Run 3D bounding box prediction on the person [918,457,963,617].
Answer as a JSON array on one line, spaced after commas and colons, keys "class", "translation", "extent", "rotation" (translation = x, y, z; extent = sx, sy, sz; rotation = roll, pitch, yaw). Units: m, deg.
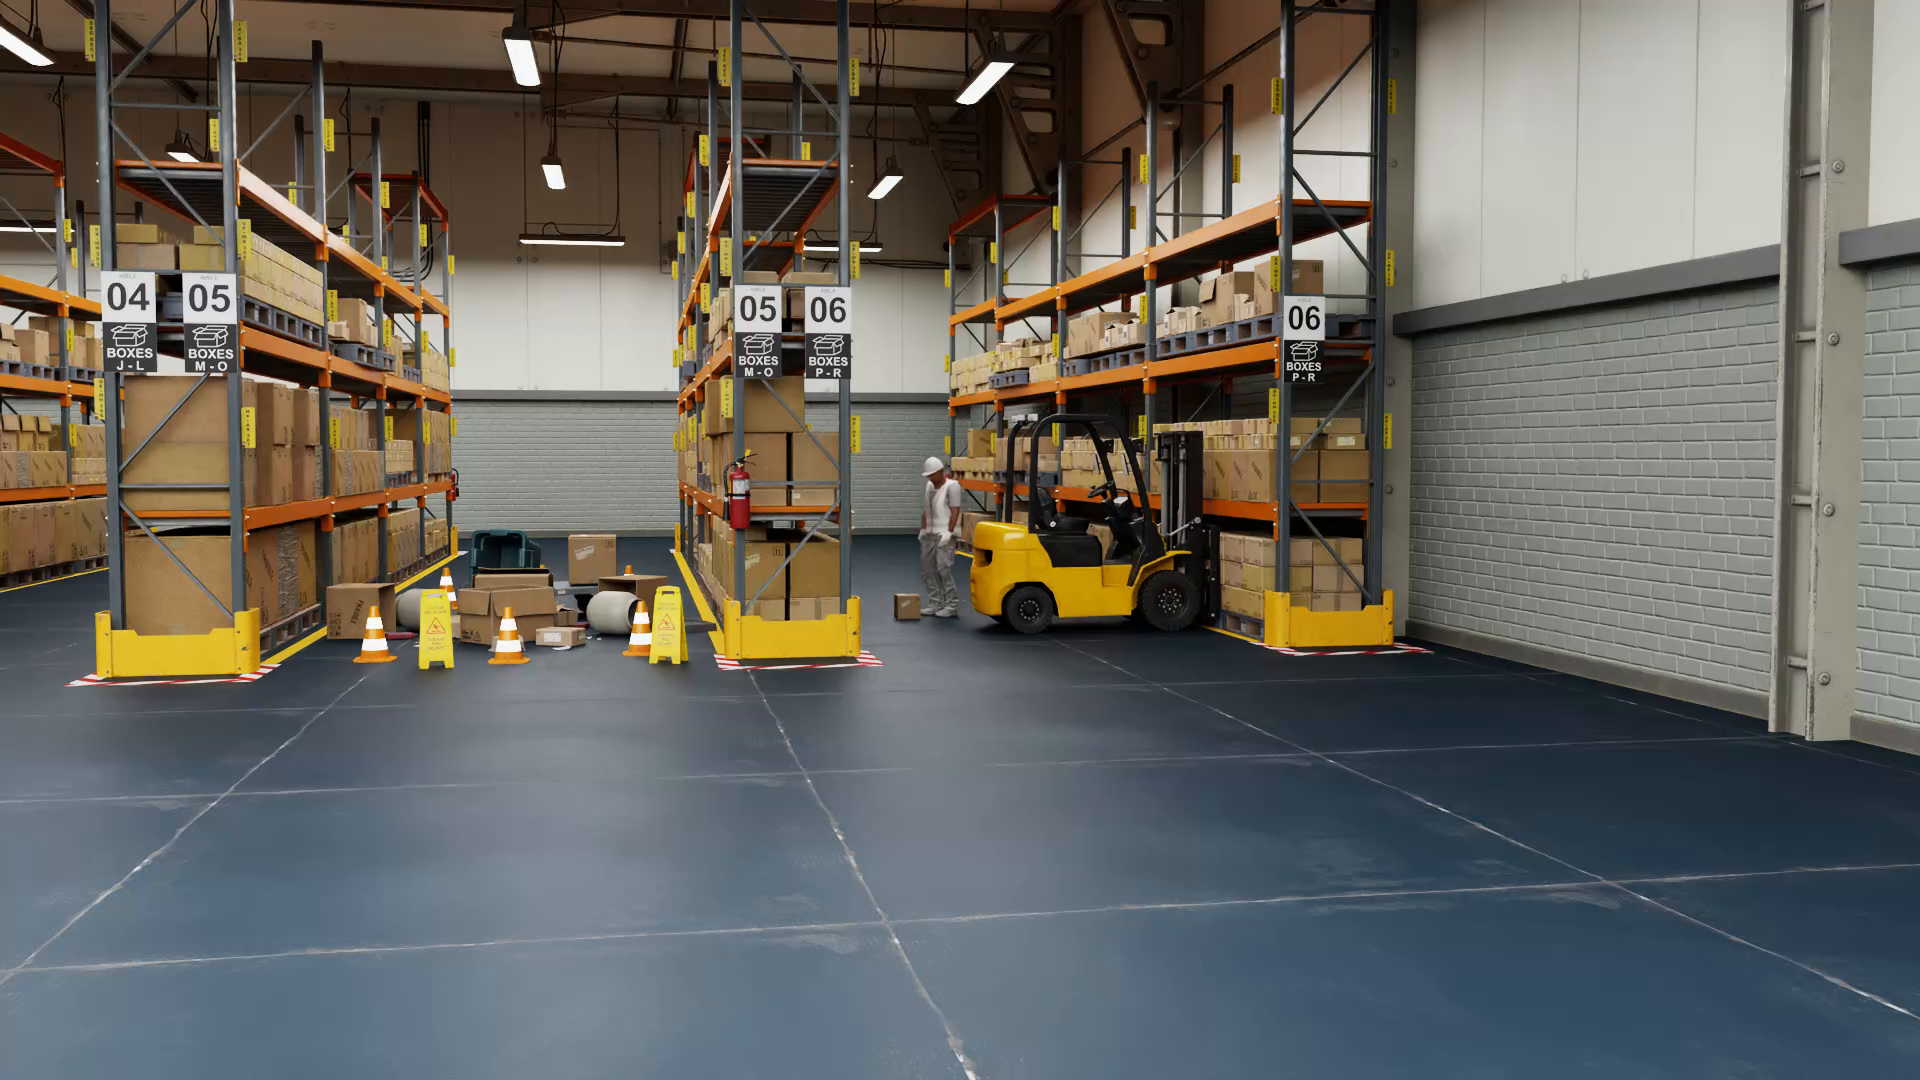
[{"class": "person", "translation": [-0.218, -0.038, 18.103], "extent": [0.458, 1.732, 0.573], "rotation": [-2, 4, -39]}]
